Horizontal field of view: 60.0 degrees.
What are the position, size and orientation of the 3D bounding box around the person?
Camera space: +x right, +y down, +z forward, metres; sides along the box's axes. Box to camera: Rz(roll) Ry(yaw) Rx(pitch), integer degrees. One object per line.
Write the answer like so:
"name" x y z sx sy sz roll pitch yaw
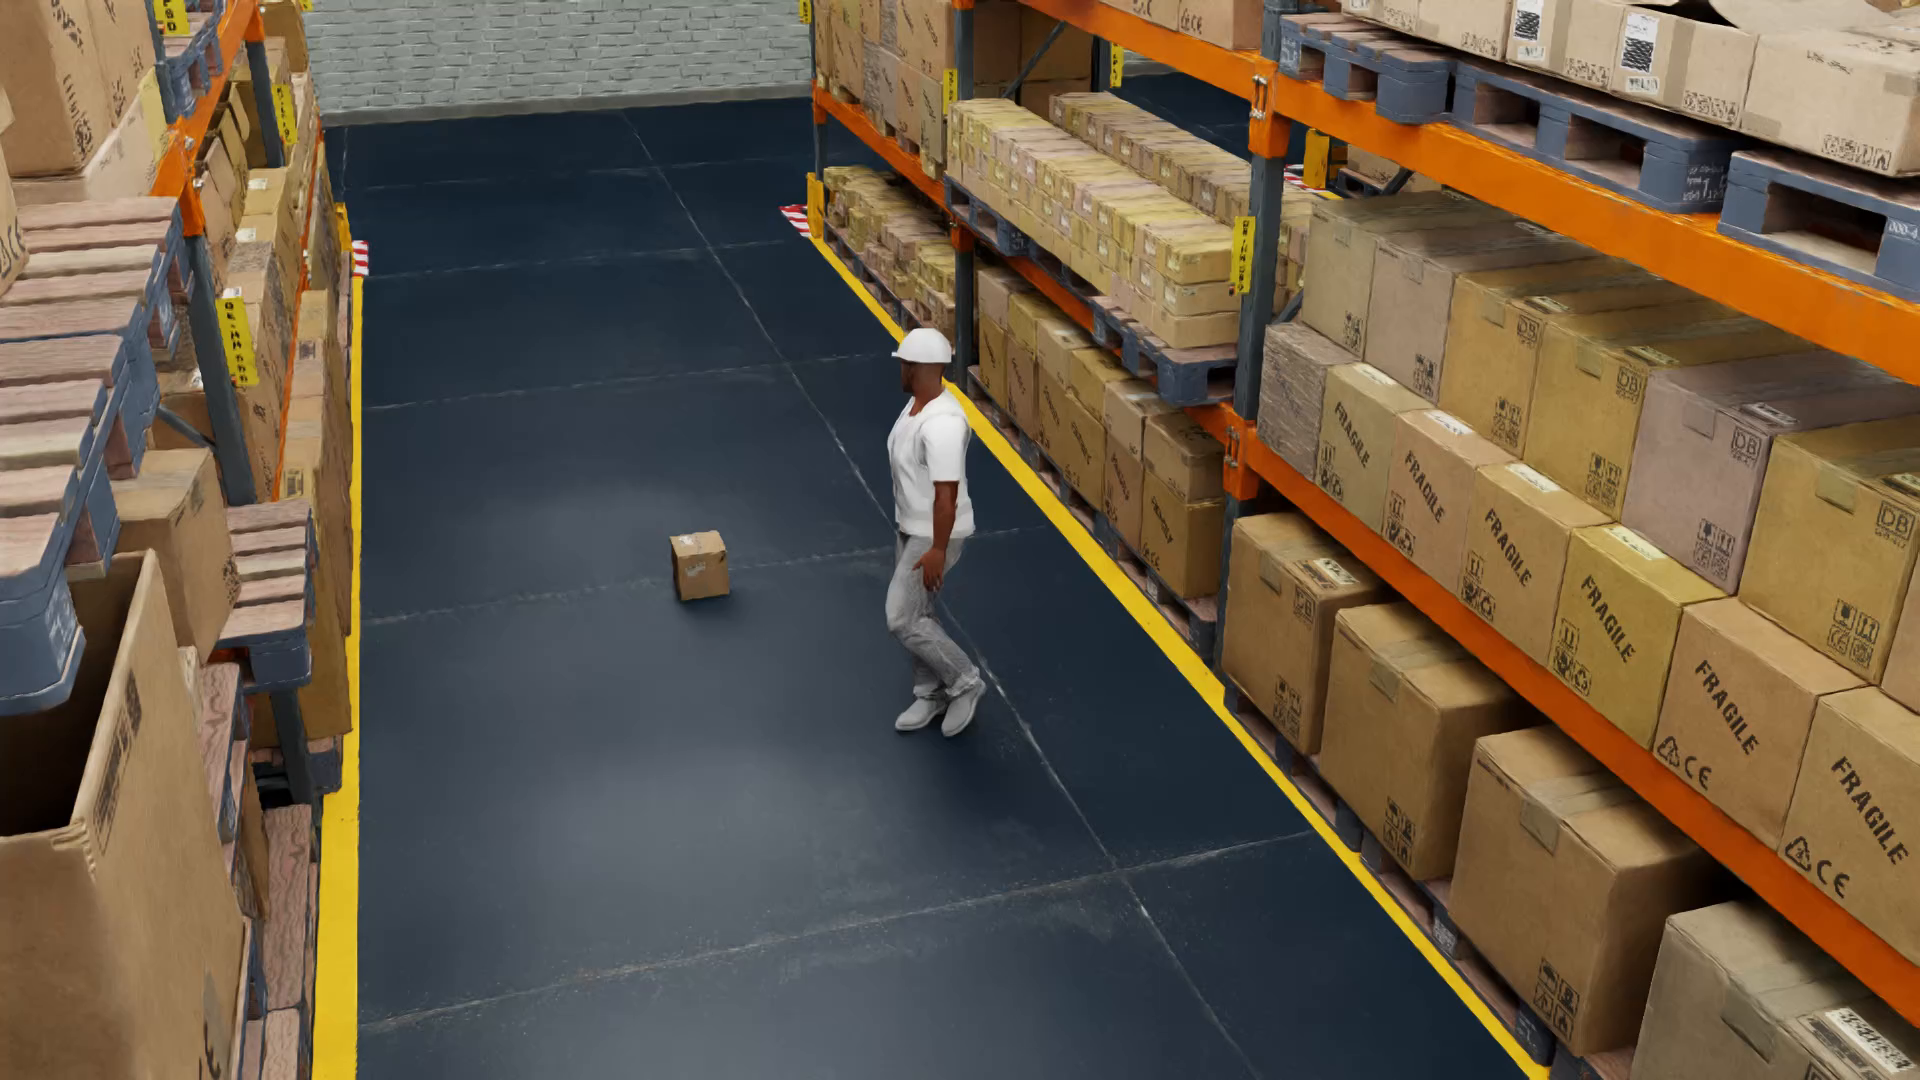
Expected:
"person" -0.153 -0.030 7.163 0.434 1.753 0.700 -8 27 -16
